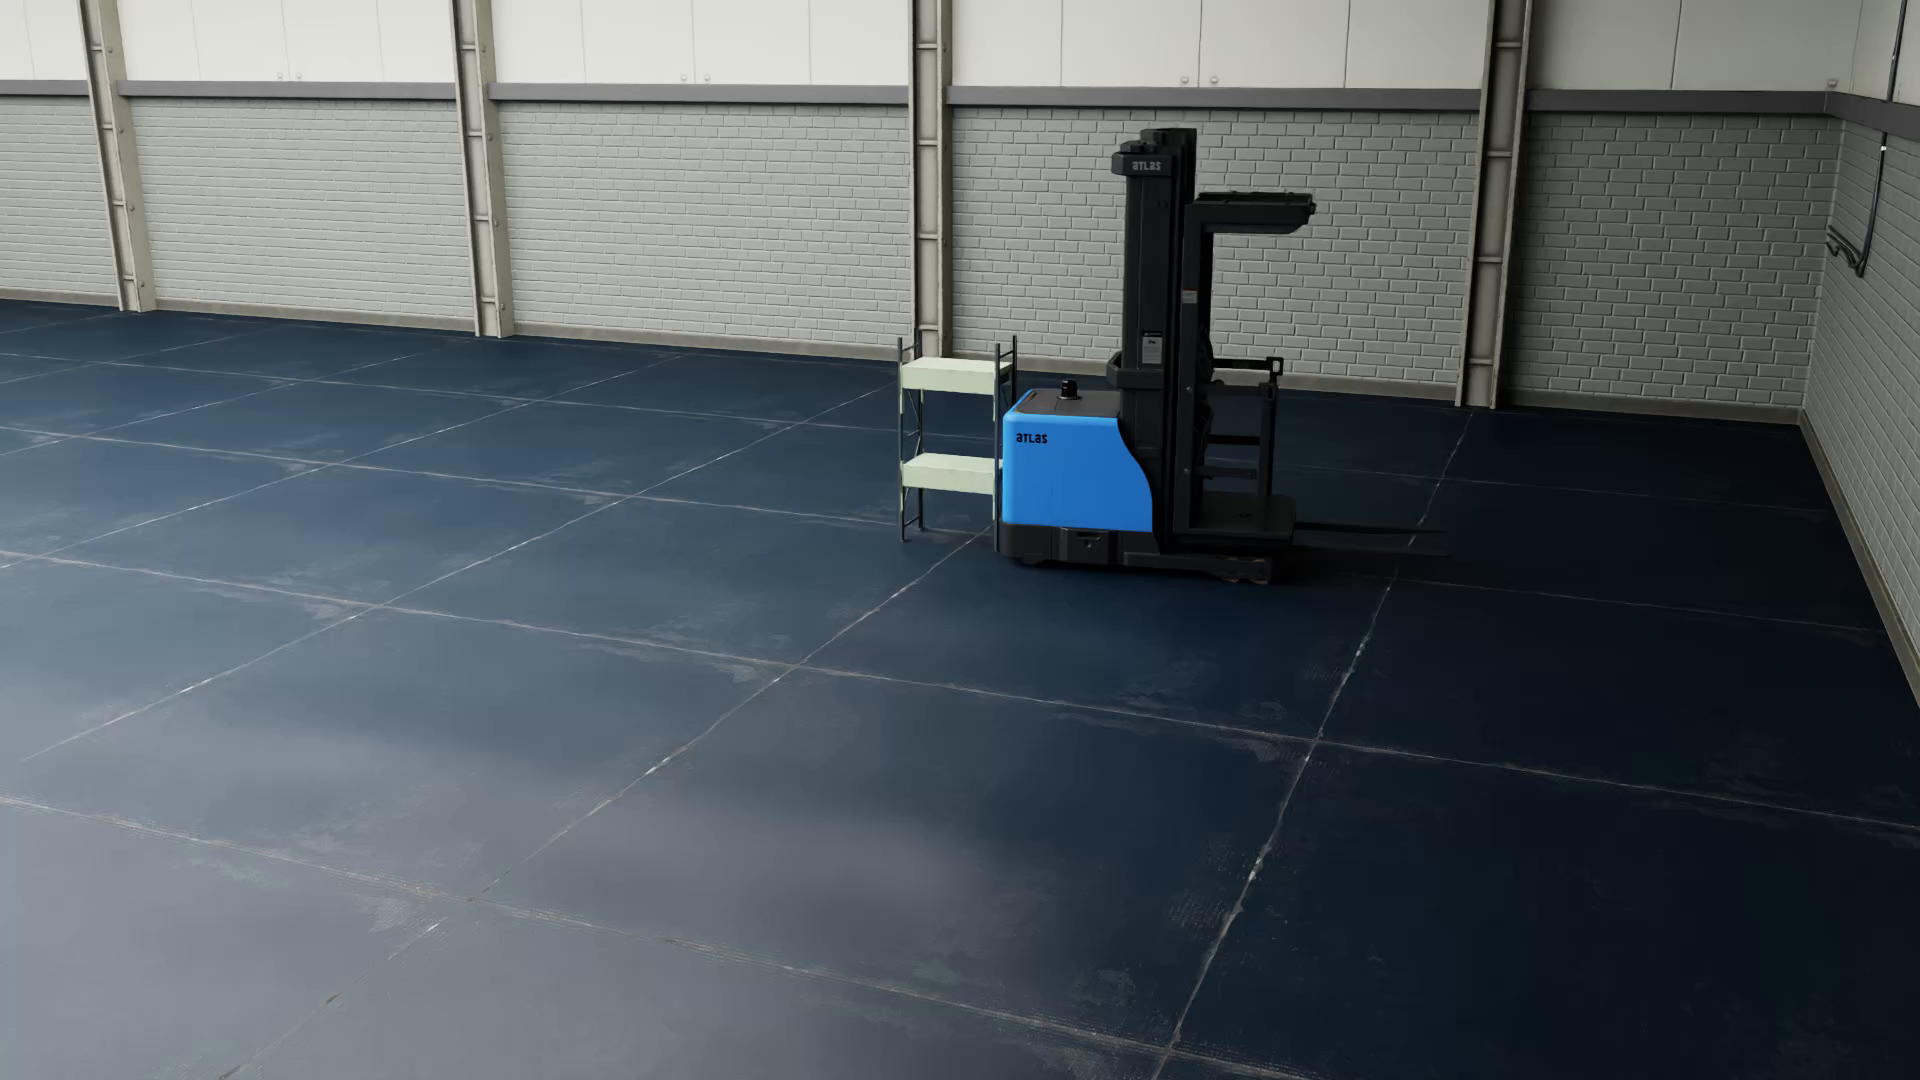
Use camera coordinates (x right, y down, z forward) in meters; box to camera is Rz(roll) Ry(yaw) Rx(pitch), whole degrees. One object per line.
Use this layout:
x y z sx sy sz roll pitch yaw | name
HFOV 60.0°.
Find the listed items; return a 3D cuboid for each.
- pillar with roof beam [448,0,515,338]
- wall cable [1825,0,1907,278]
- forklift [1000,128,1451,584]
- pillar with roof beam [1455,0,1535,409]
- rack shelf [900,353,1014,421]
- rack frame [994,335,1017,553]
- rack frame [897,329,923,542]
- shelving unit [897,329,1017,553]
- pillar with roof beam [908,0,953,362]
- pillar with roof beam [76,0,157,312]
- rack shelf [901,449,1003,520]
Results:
-7.485 -5.812 16.052 0.400 9.000 9.100 6 17 21 | pillar with roof beam
7.513 -3.565 13.883 0.112 2.526 3.097 6 17 21 | wall cable
1.852 -1.273 11.301 3.031 2.935 1.130 4 17 12 | forklift
3.678 -4.584 11.823 0.400 9.000 9.100 6 17 21 | pillar with roof beam
-0.017 -1.095 11.854 0.720 0.370 0.431 6 17 20 | rack shelf
0.324 -0.683 11.838 0.023 1.500 0.400 6 17 20 | rack frame
-0.359 -0.756 12.089 0.023 1.500 0.400 6 17 20 | rack frame
-0.017 -0.720 11.963 0.755 1.500 0.431 6 17 20 | shelving unit
-1.903 -5.198 13.938 0.400 9.000 9.100 6 17 21 | pillar with roof beam
-13.066 -6.425 18.166 0.400 9.000 9.100 6 17 21 | pillar with roof beam
-0.017 -0.407 12.054 0.720 0.370 0.431 6 17 20 | rack shelf
